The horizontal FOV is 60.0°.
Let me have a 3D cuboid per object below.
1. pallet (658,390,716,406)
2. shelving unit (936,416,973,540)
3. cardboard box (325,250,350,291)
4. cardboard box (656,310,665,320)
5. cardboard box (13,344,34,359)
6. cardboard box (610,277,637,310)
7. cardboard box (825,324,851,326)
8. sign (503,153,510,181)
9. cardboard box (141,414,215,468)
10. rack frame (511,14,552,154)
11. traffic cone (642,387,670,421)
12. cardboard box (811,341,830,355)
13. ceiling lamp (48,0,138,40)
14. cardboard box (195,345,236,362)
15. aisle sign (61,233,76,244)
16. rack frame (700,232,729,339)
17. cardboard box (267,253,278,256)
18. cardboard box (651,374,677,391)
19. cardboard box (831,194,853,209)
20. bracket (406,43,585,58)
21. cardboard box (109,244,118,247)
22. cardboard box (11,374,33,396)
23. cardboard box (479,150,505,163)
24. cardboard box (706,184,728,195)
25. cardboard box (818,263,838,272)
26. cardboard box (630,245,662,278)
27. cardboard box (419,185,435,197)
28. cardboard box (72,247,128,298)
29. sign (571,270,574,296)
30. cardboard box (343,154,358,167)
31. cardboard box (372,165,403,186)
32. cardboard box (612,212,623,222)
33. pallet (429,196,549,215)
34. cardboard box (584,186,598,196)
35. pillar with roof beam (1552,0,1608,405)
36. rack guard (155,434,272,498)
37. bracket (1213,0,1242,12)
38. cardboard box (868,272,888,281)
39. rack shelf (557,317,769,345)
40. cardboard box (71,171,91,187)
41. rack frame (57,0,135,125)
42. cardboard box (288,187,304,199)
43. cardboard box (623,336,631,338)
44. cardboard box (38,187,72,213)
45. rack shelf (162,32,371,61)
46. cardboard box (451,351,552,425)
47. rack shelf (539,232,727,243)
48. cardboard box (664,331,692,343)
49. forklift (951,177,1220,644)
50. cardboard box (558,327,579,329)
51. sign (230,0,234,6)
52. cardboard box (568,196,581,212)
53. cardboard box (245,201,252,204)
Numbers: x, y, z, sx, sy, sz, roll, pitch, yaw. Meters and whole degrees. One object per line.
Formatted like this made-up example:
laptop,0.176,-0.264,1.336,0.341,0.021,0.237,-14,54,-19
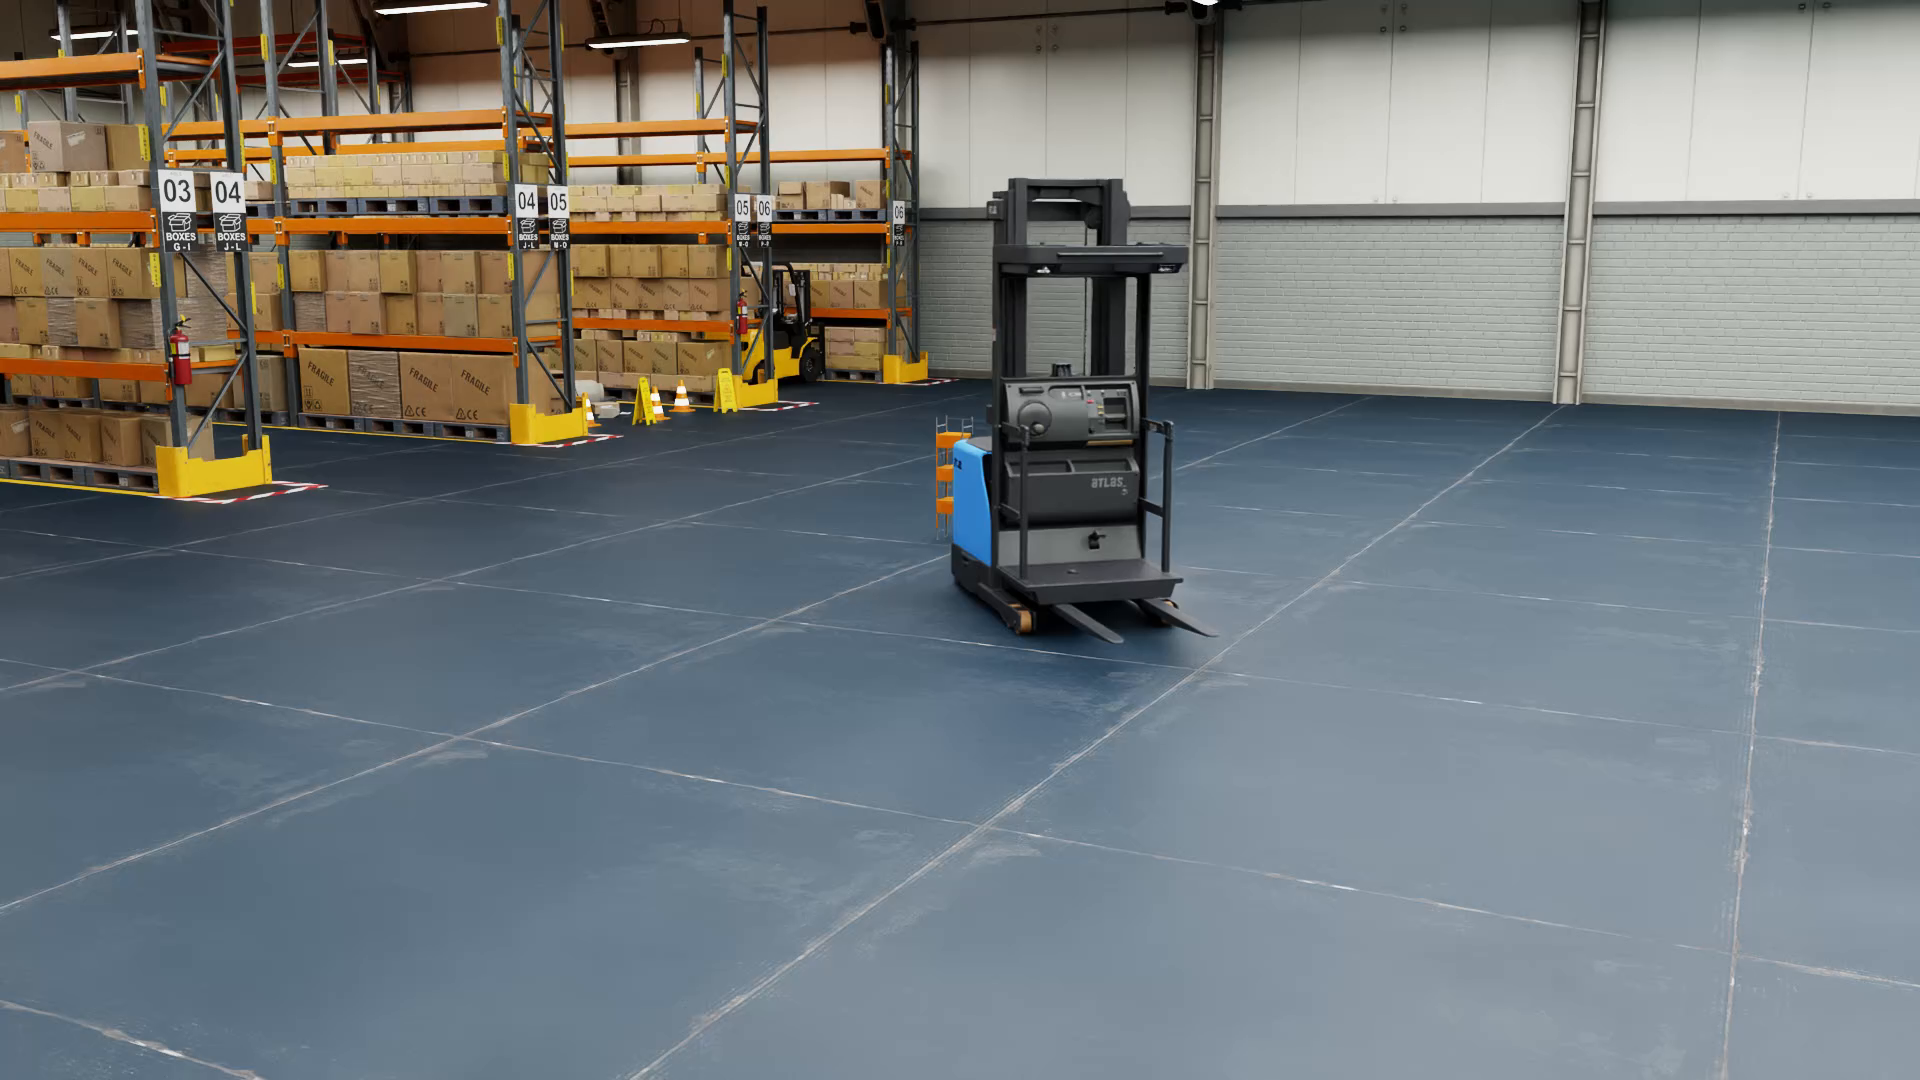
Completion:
pallet,-3.982,-2.282,26.246,1.213,0.211,1.003,5,11,26
shelving unit,-0.048,-0.521,14.160,0.252,1.050,0.215,5,11,26
cardboard box,-8.027,-3.641,22.472,0.550,0.550,0.875,5,11,26
cardboard box,-4.539,-3.534,26.040,0.250,0.149,0.380,5,11,27
cardboard box,-9.762,-2.006,17.598,0.250,0.149,0.380,5,11,26
cardboard box,-5.150,-3.896,26.218,0.500,0.500,0.500,5,11,26
cardboard box,-2.248,-3.865,30.898,0.500,0.250,0.500,5,11,25
sign,-5.553,-4.567,20.356,0.005,0.325,0.100,5,11,26
cardboard box,-8.138,-1.024,17.306,0.500,0.500,0.500,8,13,36
rack frame,-6.788,-6.846,26.787,0.127,3.000,1.000,5,11,26
traffic cone,-4.343,-1.954,23.727,0.334,0.463,0.336,5,11,26
cardboard box,-2.500,-3.538,30.494,0.500,0.250,0.500,5,11,25
ceiling lamp,-14.180,-9.934,27.459,2.000,3.185,0.800,5,11,26
cardboard box,-7.736,-1.933,17.191,0.250,0.149,0.380,5,11,26
aisle sign,-17.476,-6.174,32.619,0.004,0.787,0.394,5,11,26
rack frame,-4.595,-4.687,31.703,0.127,3.000,1.000,5,11,26
cardboard box,-11.860,-4.828,29.397,0.500,0.500,0.500,5,11,26
cardboard box,-4.506,-2.495,26.134,0.500,0.250,0.500,5,11,26
cardboard box,-2.113,-6.074,29.863,0.258,0.266,0.396,5,11,26
bracket,-9.454,-9.945,33.807,4.783,0.066,0.076,5,11,26
cardboard box,-15.725,-5.486,31.208,0.250,0.149,0.380,5,11,26
cardboard box,-14.126,-2.478,25.337,0.500,0.500,0.500,4,11,23
cardboard box,-5.752,-4.753,20.652,0.250,0.149,0.380,5,11,26
cardboard box,-3.635,-5.303,25.150,0.250,0.149,0.380,5,11,26
cardboard box,-2.377,-4.946,30.198,0.250,0.149,0.380,5,12,27
cardboard box,-4.709,-4.336,25.843,0.500,0.500,0.700,5,11,25
cardboard box,-6.661,-4.440,21.165,0.250,0.149,0.380,5,11,25
cardboard box,-8.639,-2.726,16.944,0.500,0.500,0.500,5,11,26
sign,-5.049,-3.333,21.570,0.005,0.325,0.100,5,11,26
cardboard box,-7.796,-4.933,21.646,0.250,0.149,0.380,5,11,26
cardboard box,-7.213,-4.697,21.465,0.500,0.250,0.500,5,11,26
cardboard box,-5.232,-5.060,26.051,0.250,0.149,0.380,5,11,26
pallet,-5.970,-4.269,21.222,1.213,0.211,1.003,5,11,26
cardboard box,-5.702,-5.487,26.168,0.250,0.149,0.380,5,11,24
pillar with roof beam,7.623,-5.889,21.502,0.548,9.000,9.100,5,11,26
rack guard,-7.654,-0.772,17.090,0.348,0.500,1.175,5,11,26
bracket,4.363,-8.731,27.099,0.430,0.232,0.235,5,11,26
cardboard box,-1.443,-4.722,29.798,0.250,0.149,0.380,5,11,27
rack shelf,-4.994,-3.382,26.514,4.000,0.370,1.077,5,11,26
cardboard box,-8.684,-3.625,16.718,0.250,0.149,0.380,5,11,26
rack frame,-12.474,-6.362,24.116,0.127,3.000,1.000,5,11,26
cardboard box,-8.711,-4.620,22.159,0.250,0.149,0.380,5,11,25
cardboard box,-5.681,-3.073,27.221,0.500,0.500,0.500,5,12,27
cardboard box,-9.035,-3.476,17.012,0.500,0.250,0.500,5,12,27
rack shelf,-12.168,-8.600,29.167,4.000,0.370,1.077,5,11,26
cardboard box,-5.938,-1.984,21.556,0.875,0.875,0.875,5,11,26
rack shelf,-6.388,-5.966,32.371,4.000,0.370,1.077,5,11,26
cardboard box,-4.393,-3.160,25.882,0.250,0.149,0.380,5,12,27
forklift,0.816,-0.901,10.978,1.130,2.935,3.031,-3,11,-15
cardboard box,-7.629,-3.989,33.335,0.625,0.625,0.875,5,12,28
sign,-7.345,-5.533,16.689,0.005,0.325,0.100,5,11,26
cardboard box,-6.048,-5.325,26.391,0.500,0.250,0.500,5,11,25
cardboard box,-12.478,-5.941,29.407,0.258,0.266,0.396,6,12,31
